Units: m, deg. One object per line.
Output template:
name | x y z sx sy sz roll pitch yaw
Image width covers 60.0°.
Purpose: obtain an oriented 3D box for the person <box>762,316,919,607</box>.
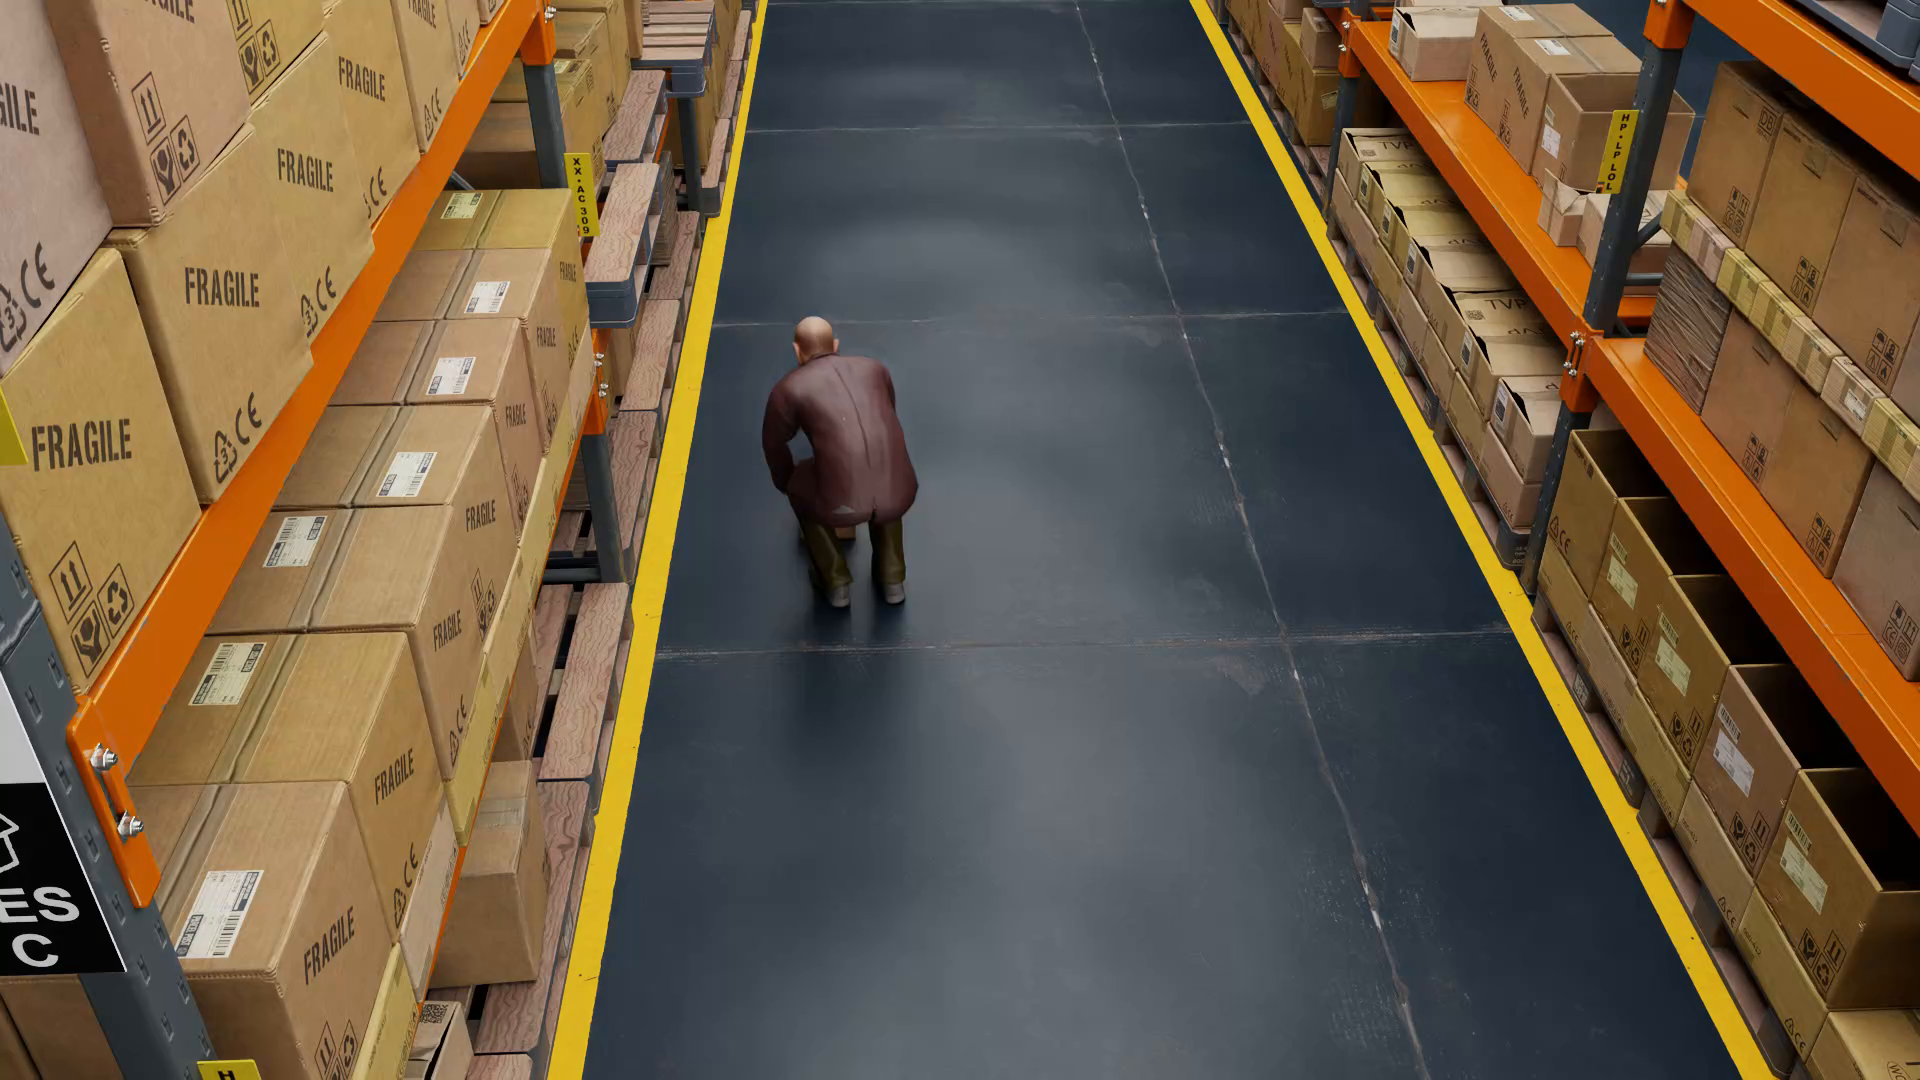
person | -0.502 -0.304 7.144 0.623 1.153 0.839 -10 36 -14
